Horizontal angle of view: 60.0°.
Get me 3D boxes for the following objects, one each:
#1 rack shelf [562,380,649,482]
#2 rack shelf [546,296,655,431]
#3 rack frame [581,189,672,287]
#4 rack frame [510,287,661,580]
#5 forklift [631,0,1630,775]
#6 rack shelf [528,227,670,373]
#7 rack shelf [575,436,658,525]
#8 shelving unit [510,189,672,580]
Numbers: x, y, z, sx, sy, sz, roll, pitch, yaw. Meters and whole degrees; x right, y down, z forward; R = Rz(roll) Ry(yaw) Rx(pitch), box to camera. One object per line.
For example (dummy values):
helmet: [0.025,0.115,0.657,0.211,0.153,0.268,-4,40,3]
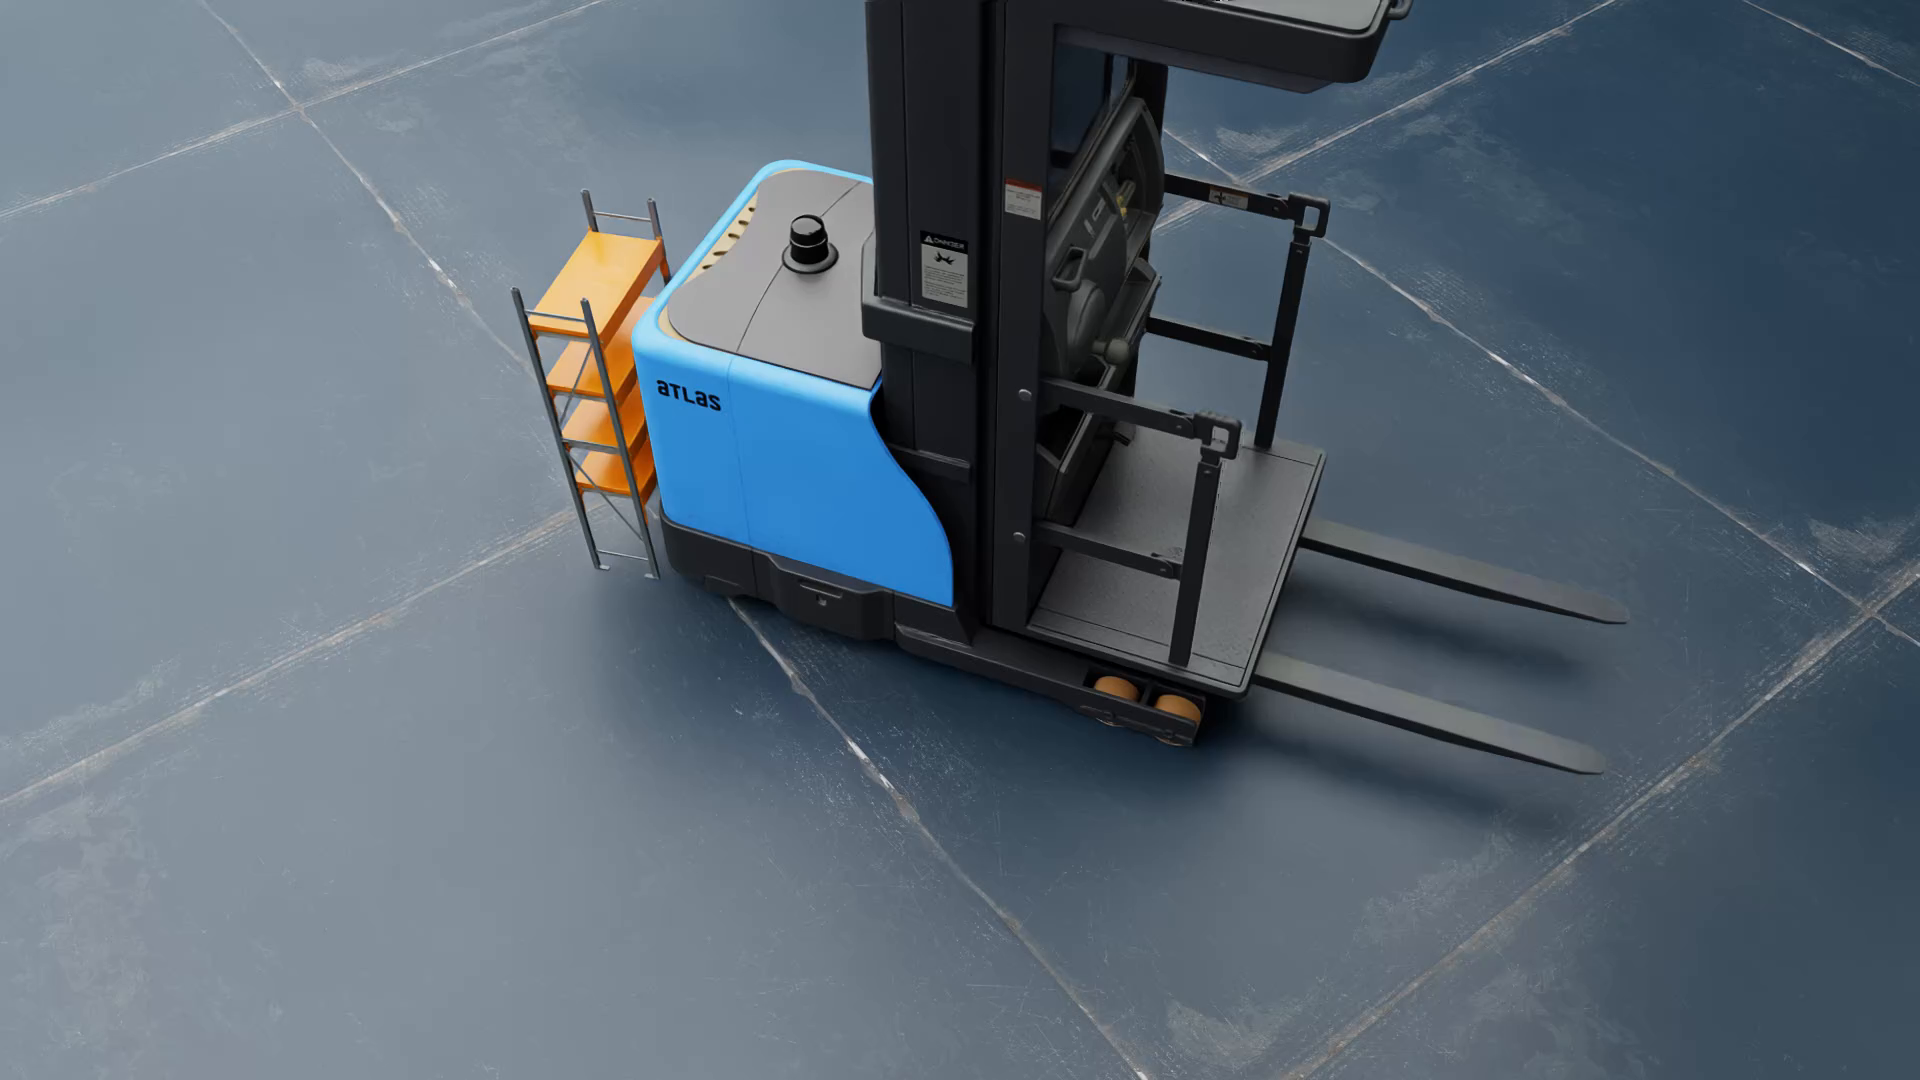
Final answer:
rack shelf: [-1.085,-0.426,5.409,0.258,0.148,0.480,10,49,12]
rack shelf: [-1.094,-0.578,5.245,0.258,0.148,0.480,10,49,12]
rack frame: [-1.022,-0.645,5.518,0.240,1.200,0.015,10,49,12]
rack frame: [-1.153,-0.297,5.202,0.240,1.200,0.015,10,49,12]
forklift: [0.585,-0.796,4.493,3.031,2.935,1.130,16,50,14]
rack shelf: [-1.103,-0.738,5.072,0.258,0.148,0.480,10,49,12]
rack shelf: [-1.077,-0.291,5.555,0.258,0.148,0.480,10,49,12]
shelving unit: [-1.087,-0.471,5.360,0.258,1.200,0.503,10,49,12]
